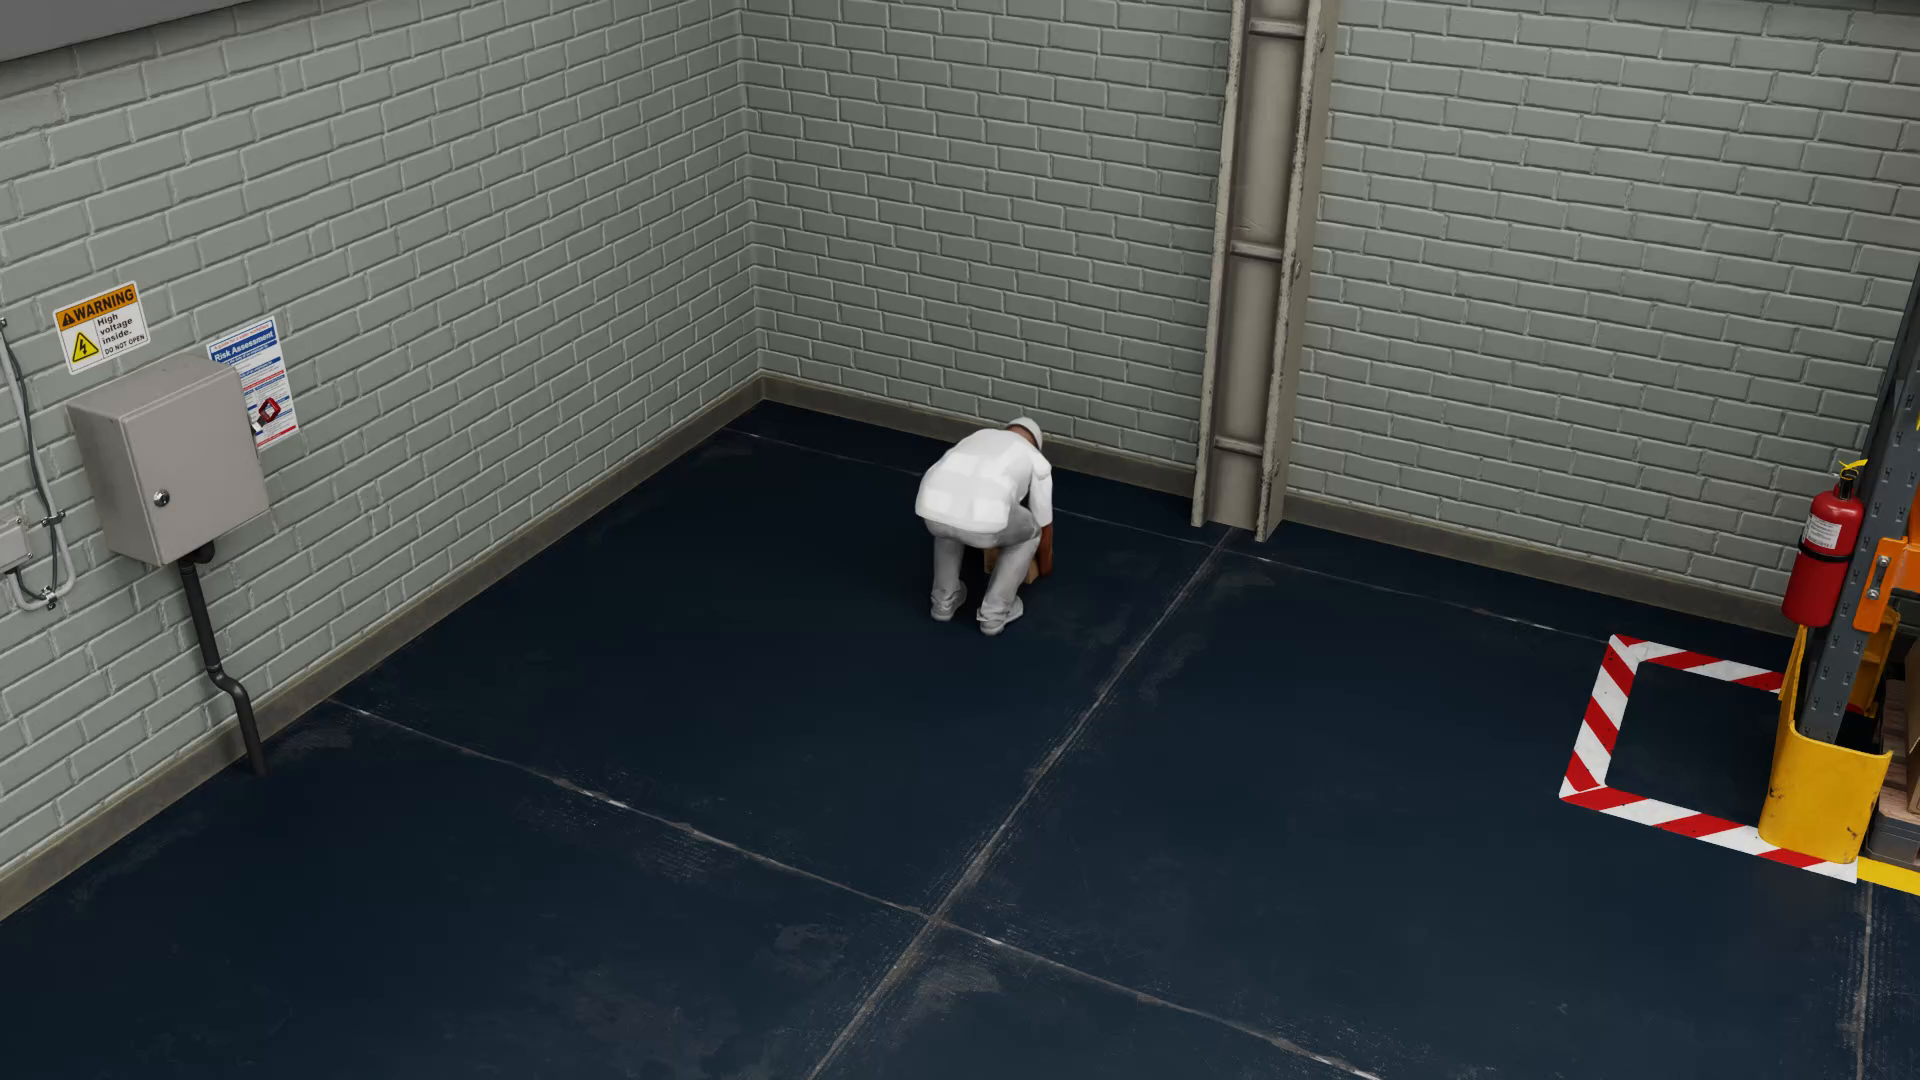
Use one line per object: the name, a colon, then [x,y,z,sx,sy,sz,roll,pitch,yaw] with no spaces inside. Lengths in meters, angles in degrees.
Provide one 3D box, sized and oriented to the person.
person: [0.136,-0.097,7.704,0.515,0.874,0.980,13,32,22]
